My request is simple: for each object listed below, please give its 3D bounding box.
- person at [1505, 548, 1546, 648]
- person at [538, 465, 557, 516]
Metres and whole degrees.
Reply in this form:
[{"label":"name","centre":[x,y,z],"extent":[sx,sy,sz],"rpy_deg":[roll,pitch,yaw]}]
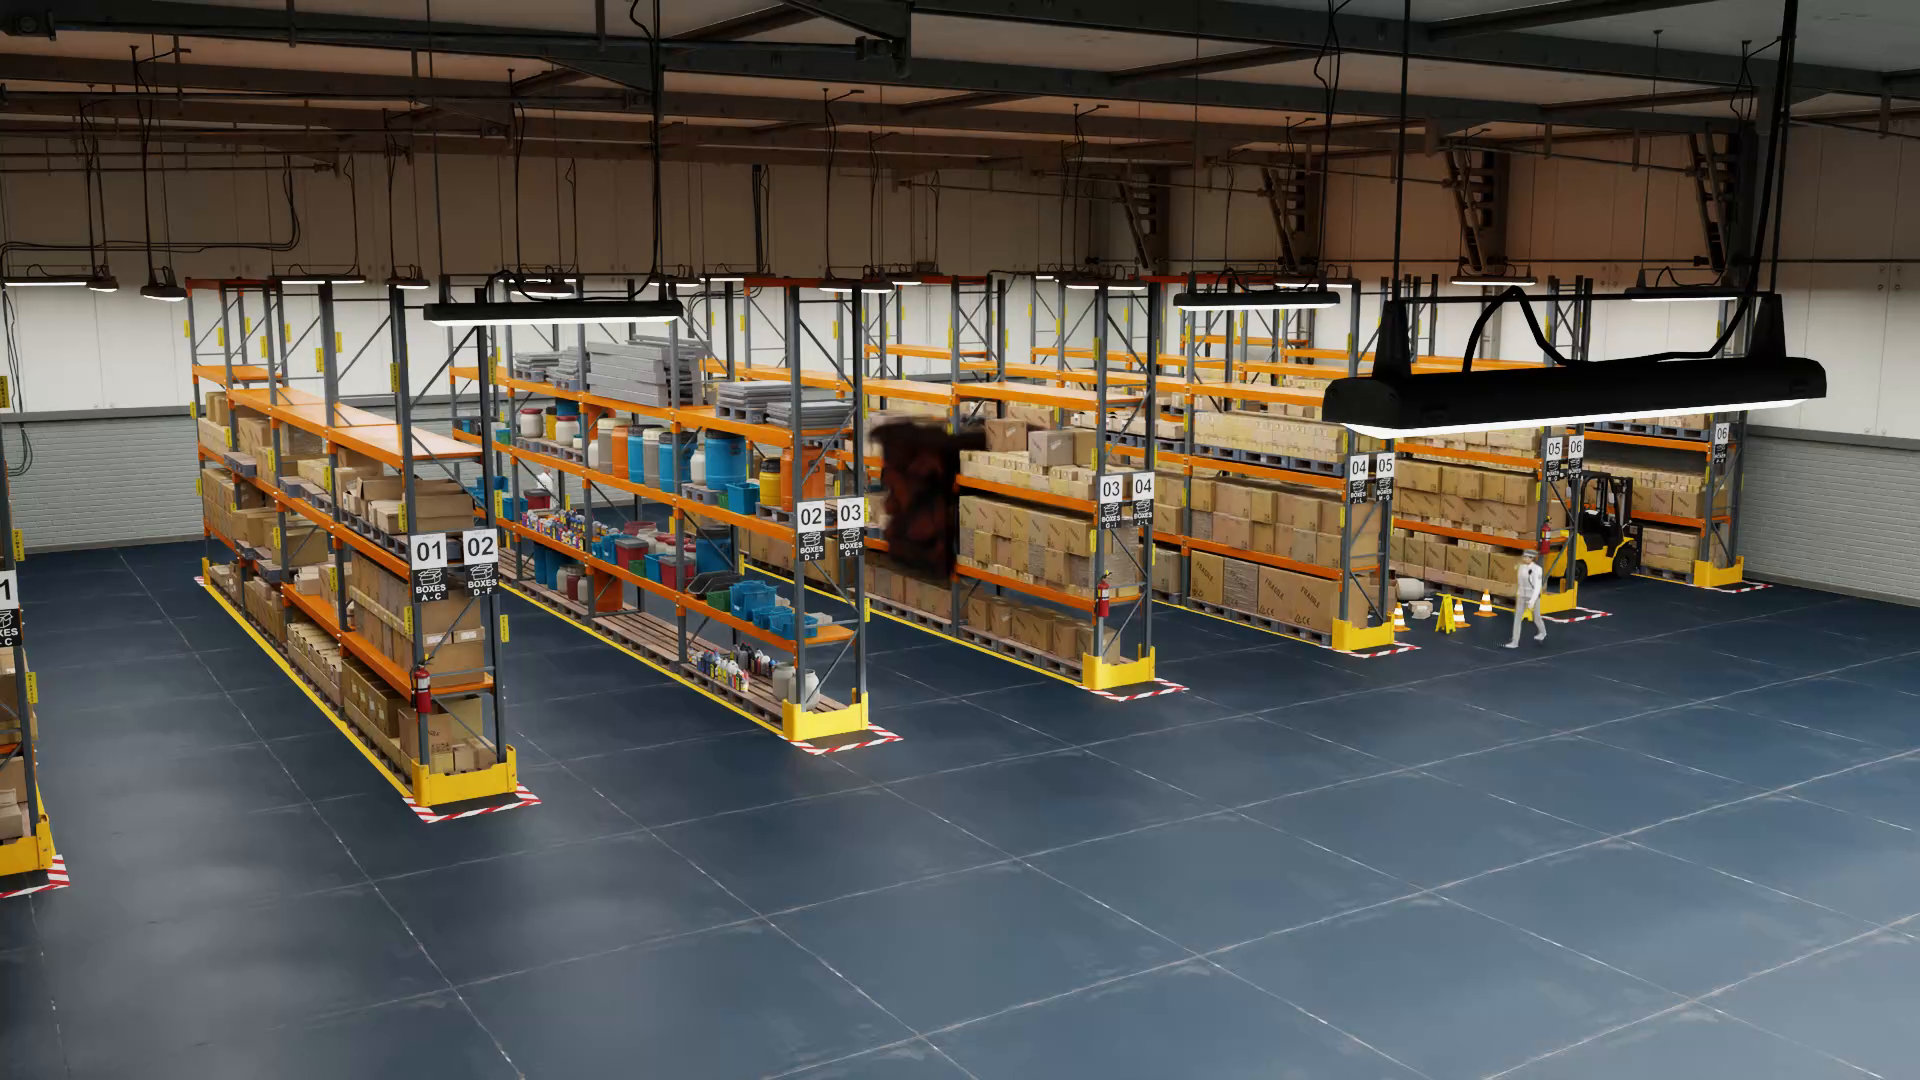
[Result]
[{"label":"person","centre":[9.387,0.944,27.446],"extent":[0.442,1.637,0.990],"rpy_deg":[8,12,39]},{"label":"person","centre":[-9.516,-0.896,37.981],"extent":[0.783,1.747,0.611],"rpy_deg":[-5,11,-25]}]
